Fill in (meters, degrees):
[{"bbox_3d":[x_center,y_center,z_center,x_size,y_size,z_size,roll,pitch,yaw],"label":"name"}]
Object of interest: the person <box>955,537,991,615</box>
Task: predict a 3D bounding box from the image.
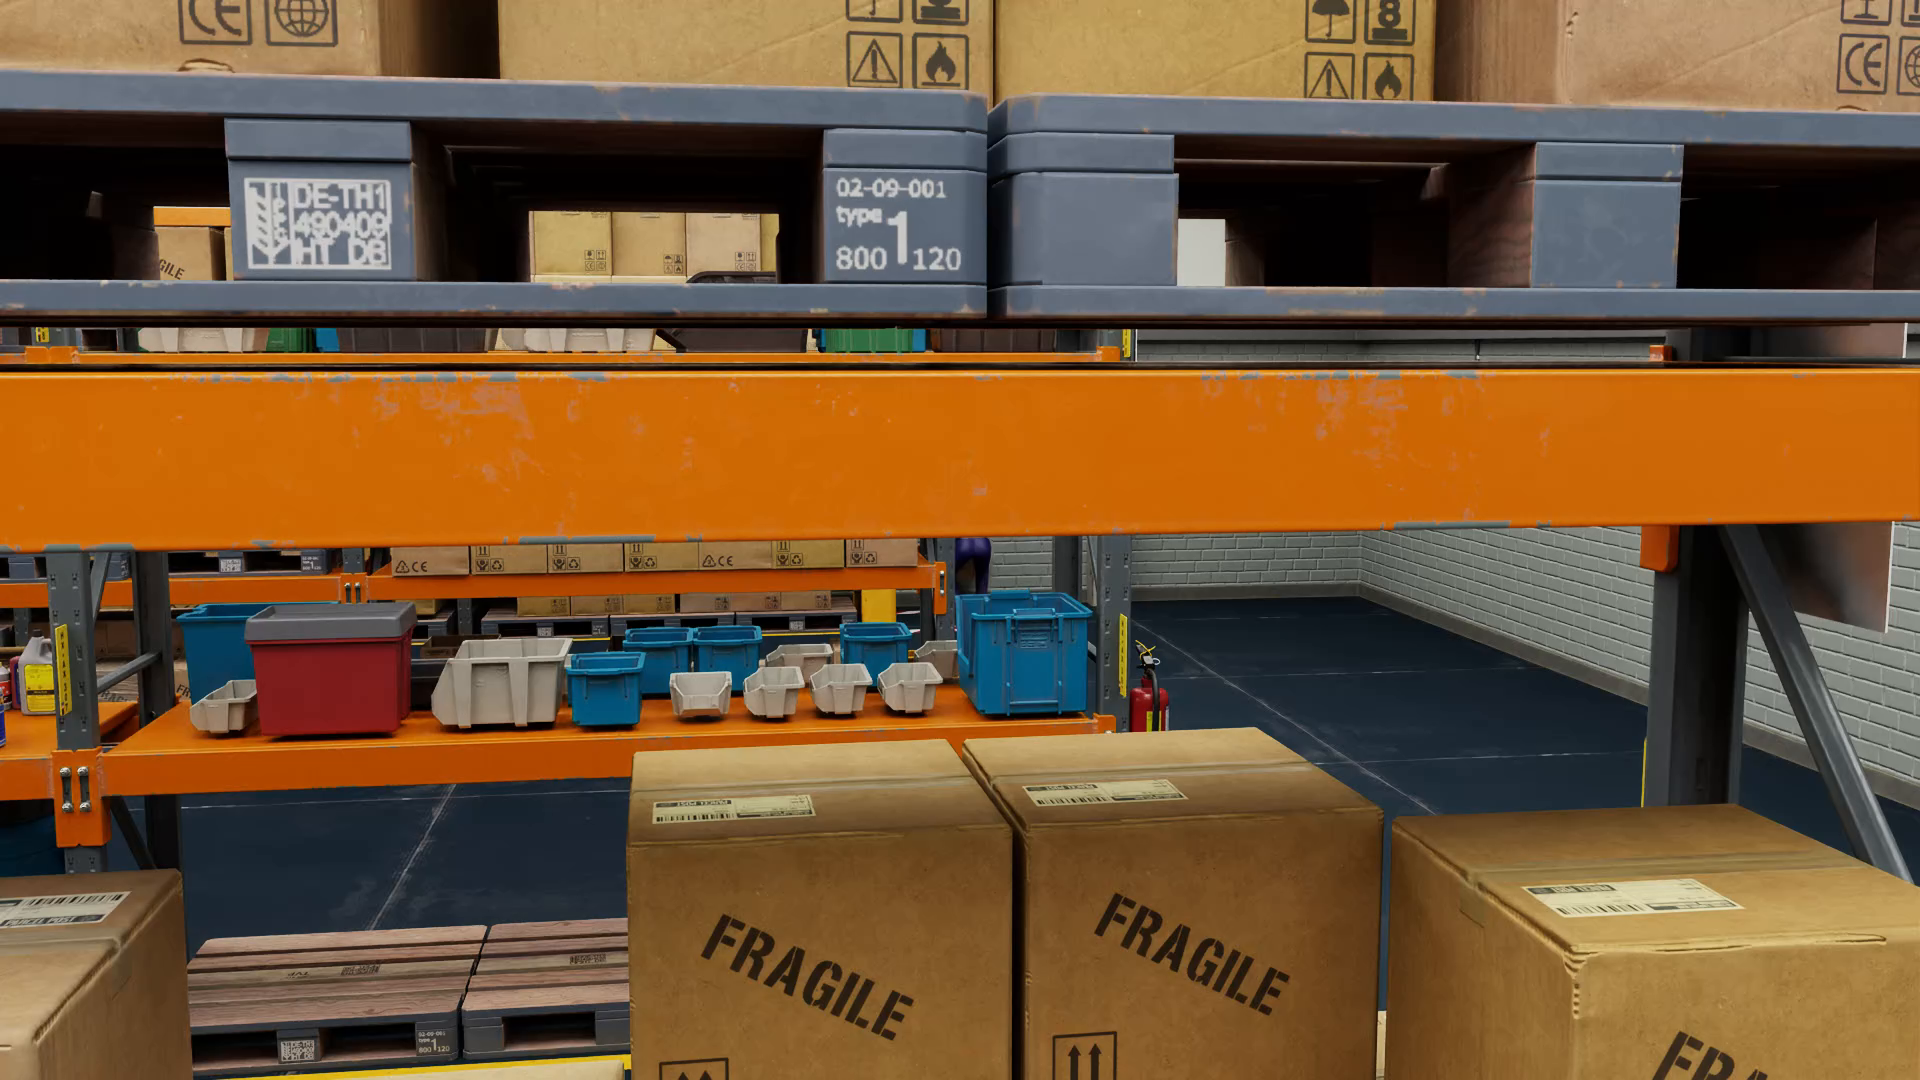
[{"bbox_3d":[0.049,0.249,17.811,0.508,1.065,0.888,-2,7,-14],"label":"person"}]
